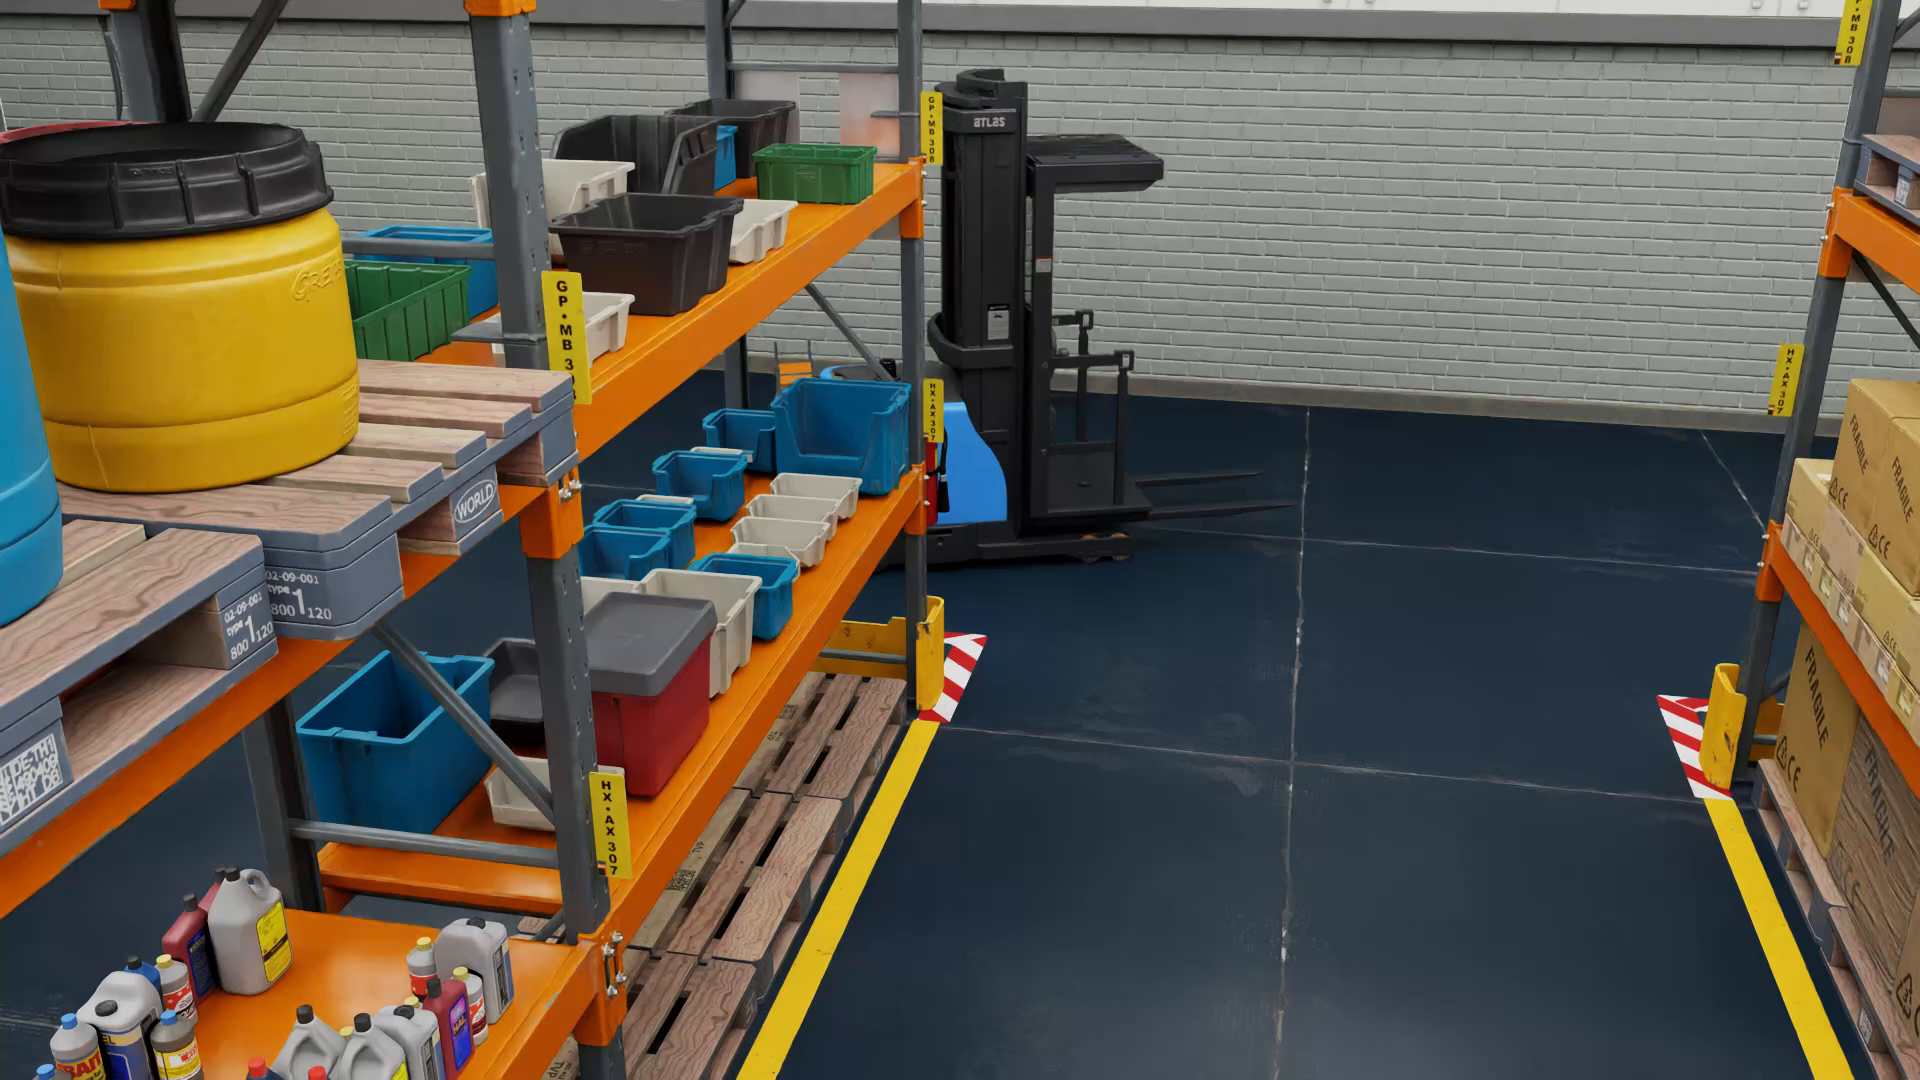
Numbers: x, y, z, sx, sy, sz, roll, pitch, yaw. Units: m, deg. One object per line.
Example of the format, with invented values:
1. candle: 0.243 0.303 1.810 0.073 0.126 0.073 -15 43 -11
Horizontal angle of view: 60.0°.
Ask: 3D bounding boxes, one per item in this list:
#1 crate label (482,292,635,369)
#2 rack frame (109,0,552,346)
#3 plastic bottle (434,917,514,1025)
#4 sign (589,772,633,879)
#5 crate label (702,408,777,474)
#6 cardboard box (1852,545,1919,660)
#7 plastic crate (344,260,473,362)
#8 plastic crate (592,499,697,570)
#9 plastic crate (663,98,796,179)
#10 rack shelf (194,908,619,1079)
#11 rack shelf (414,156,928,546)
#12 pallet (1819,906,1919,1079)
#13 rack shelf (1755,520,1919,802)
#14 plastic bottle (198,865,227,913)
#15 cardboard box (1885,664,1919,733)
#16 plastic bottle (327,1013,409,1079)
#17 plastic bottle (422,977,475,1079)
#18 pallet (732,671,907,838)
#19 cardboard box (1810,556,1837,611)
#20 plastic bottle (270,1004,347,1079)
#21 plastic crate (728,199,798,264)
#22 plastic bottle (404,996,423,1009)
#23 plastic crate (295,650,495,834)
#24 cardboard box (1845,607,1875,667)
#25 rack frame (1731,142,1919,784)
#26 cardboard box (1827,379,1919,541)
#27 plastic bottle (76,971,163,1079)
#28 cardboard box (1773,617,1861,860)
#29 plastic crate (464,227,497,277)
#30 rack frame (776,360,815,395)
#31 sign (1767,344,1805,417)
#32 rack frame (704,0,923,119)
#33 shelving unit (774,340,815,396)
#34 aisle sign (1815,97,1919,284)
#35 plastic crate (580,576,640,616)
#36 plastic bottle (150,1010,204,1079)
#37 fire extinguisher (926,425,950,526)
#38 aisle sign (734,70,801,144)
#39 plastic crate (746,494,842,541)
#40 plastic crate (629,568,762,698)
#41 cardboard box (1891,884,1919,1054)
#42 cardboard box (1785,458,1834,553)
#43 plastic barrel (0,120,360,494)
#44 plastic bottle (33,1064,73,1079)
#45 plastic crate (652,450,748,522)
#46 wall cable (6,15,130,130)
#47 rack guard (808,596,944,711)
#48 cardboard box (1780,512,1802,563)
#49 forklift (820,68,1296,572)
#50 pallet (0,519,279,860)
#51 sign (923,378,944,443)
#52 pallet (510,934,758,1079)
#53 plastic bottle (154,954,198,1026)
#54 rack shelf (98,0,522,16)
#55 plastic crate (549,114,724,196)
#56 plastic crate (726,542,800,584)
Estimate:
1. crate label: -1.106 -0.560 4.567 0.293 0.136 0.466 4 22 11
2. rack frame: -1.489 -1.917 3.568 1.000 3.000 0.127 4 22 11
3. plastic bottle: -1.253 1.092 4.293 0.152 0.276 0.135 4 22 11
4. sign: -0.951 0.780 4.531 0.100 0.325 0.005 4 22 11
5. crate label: -1.046 -0.482 8.179 0.416 0.233 0.303 4 22 11
6. cardboard box: 3.608 0.241 6.042 0.500 0.250 0.500 4 22 9
7. plastic crate: -1.699 -0.605 4.610 0.450 0.188 0.662 4 22 11
8. plastic crate: -1.314 -0.001 6.983 0.416 0.233 0.300 4 22 11
9. plastic crate: -1.024 -1.808 7.488 0.497 0.269 0.590 4 22 11
10. rack shelf: -1.897 1.931 3.007 1.077 0.370 4.000 4 22 11
11. rack shelf: -1.081 -0.923 6.079 1.077 0.370 4.000 4 22 11
12. pallet: 3.838 1.817 6.059 1.003 0.211 1.213 4 22 11
13. rack shelf: 3.768 0.846 5.702 1.077 0.370 4.000 4 22 11
14. plastic bottle: -1.982 1.022 4.458 0.061 0.283 0.133 4 22 11
15. cardboard box: 3.468 0.564 5.773 0.380 0.149 0.250 4 22 10
16. plastic bottle: -1.356 1.250 3.801 0.144 0.351 0.185 4 22 11
17. plastic bottle: -1.256 1.177 4.073 0.061 0.283 0.133 4 22 11
18. pallet: -0.879 0.995 8.100 1.003 0.211 1.213 4 22 11
19. cardboard box: 3.678 0.189 6.705 0.380 0.149 0.250 4 22 10
20. plastic bottle: -1.497 1.239 3.828 0.144 0.351 0.185 4 22 11
21. plastic crate: -0.852 -1.092 5.886 0.437 0.136 0.530 4 22 11
22. plastic bottle: -1.337 1.215 4.087 0.097 0.201 0.097 0 22 0
23. plastic crate: -1.728 0.649 5.169 0.392 0.384 0.575 4 22 11
24. cardboard box: 3.573 0.378 6.237 0.380 0.149 0.250 4 22 10
25. rack frame: 4.176 -0.220 7.383 1.000 3.000 0.127 4 22 11
26. cardboard box: 3.712 -0.298 6.377 0.500 0.500 0.500 4 22 10
27. plastic bottle: -2.031 1.197 4.031 0.152 0.276 0.135 4 22 11
28. cardboard box: 4.124 0.811 7.106 0.875 0.875 0.875 4 22 11
29. plastic crate: -1.602 -0.897 5.404 0.293 0.136 0.466 4 22 11
30. rack frame: -1.025 -0.563 10.638 0.240 1.200 0.015 -4 22 -6
31. sign: 3.634 -0.702 7.317 0.100 0.325 0.005 4 22 11
32. rack frame: -0.673 -3.380 7.200 1.000 3.000 0.127 4 22 11
33. shelving unit: -1.056 -0.653 10.863 0.258 1.200 0.503 -4 22 -6
34. aisle sign: 3.897 -1.475 7.020 0.394 0.787 0.004 4 22 11
35. plastic crate: -1.428 0.301 6.365 0.293 0.136 0.466 4 22 11
36. plastic bottle: -1.905 1.235 4.039 0.097 0.201 0.097 0 22 0
37. fire extinguisher: -0.197 -0.409 8.456 0.296 0.674 0.183 4 22 11
38. aisle sign: -0.949 -1.852 7.957 0.394 0.787 0.004 4 22 11
39. plastic crate: -0.735 -0.086 7.324 0.396 0.136 0.243 4 22 11
40. plastic crate: -0.997 0.349 6.051 0.437 0.282 0.530 4 22 11
41. cardboard box: 3.756 1.470 5.471 0.875 0.875 0.875 4 22 11
42. cardboard box: 3.814 -0.133 6.971 0.500 0.250 0.500 4 22 9
43. plastic barrel: -1.477 -0.458 3.147 0.600 0.588 0.600 0 22 0
44. plastic bottle: -2.102 1.308 3.857 0.097 0.201 0.097 0 22 0
45. plastic crate: -1.180 -0.241 7.581 0.416 0.233 0.300 4 22 11
46. wall cable: -8.868 -4.736 14.724 3.097 2.526 0.112 4 22 11
47. rack guard: -0.681 0.553 8.812 1.175 0.500 0.348 4 22 11
48. cardboard box: 3.780 0.002 7.170 0.380 0.149 0.250 5 22 12
49. forklift: 0.646 -1.413 10.438 3.031 2.935 1.130 -4 22 -9
50. pallet: -1.782 0.271 2.403 1.003 0.211 1.213 4 22 11
51. sign: -0.131 -0.637 8.201 0.100 0.325 0.005 4 22 11
52. pallet: -1.377 1.887 5.885 1.003 0.211 1.213 4 22 11
53. plastic bottle: -2.014 1.152 4.244 0.097 0.201 0.097 0 22 0
54. rack shelf: -1.897 -0.666 1.961 1.077 0.370 4.000 4 22 11
55. plastic crate: -1.254 -1.422 6.437 0.504 0.338 0.767 4 22 11
56. plastic crate: -0.810 0.128 6.794 0.298 0.136 0.250 4 22 11
